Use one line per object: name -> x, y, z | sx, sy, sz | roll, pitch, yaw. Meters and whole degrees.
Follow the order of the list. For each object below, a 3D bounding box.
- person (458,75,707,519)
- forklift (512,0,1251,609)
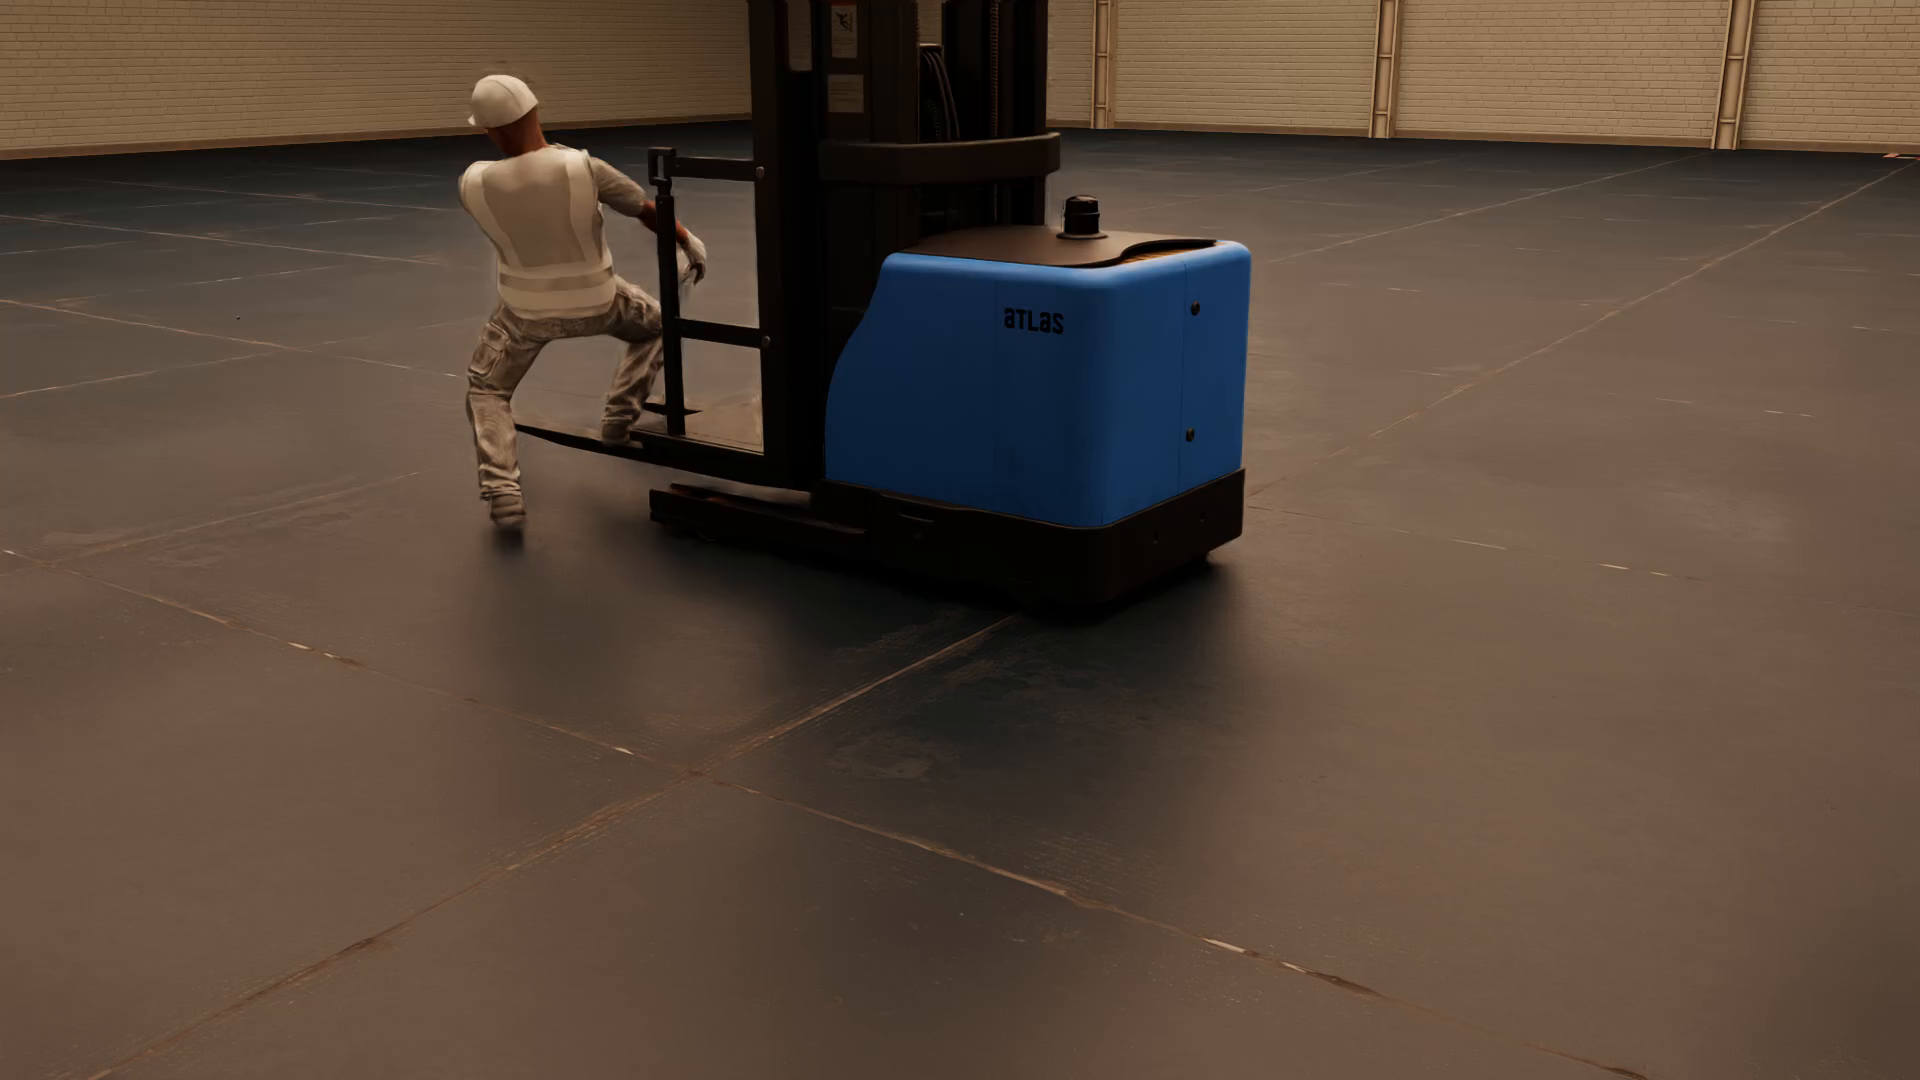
person -> -1.400, -0.931, 6.208 | 0.938, 1.563, 0.840 | -6, 18, -20
forklift -> -0.509, -1.506, 5.869 | 3.031, 2.935, 1.130 | 12, 20, 35
